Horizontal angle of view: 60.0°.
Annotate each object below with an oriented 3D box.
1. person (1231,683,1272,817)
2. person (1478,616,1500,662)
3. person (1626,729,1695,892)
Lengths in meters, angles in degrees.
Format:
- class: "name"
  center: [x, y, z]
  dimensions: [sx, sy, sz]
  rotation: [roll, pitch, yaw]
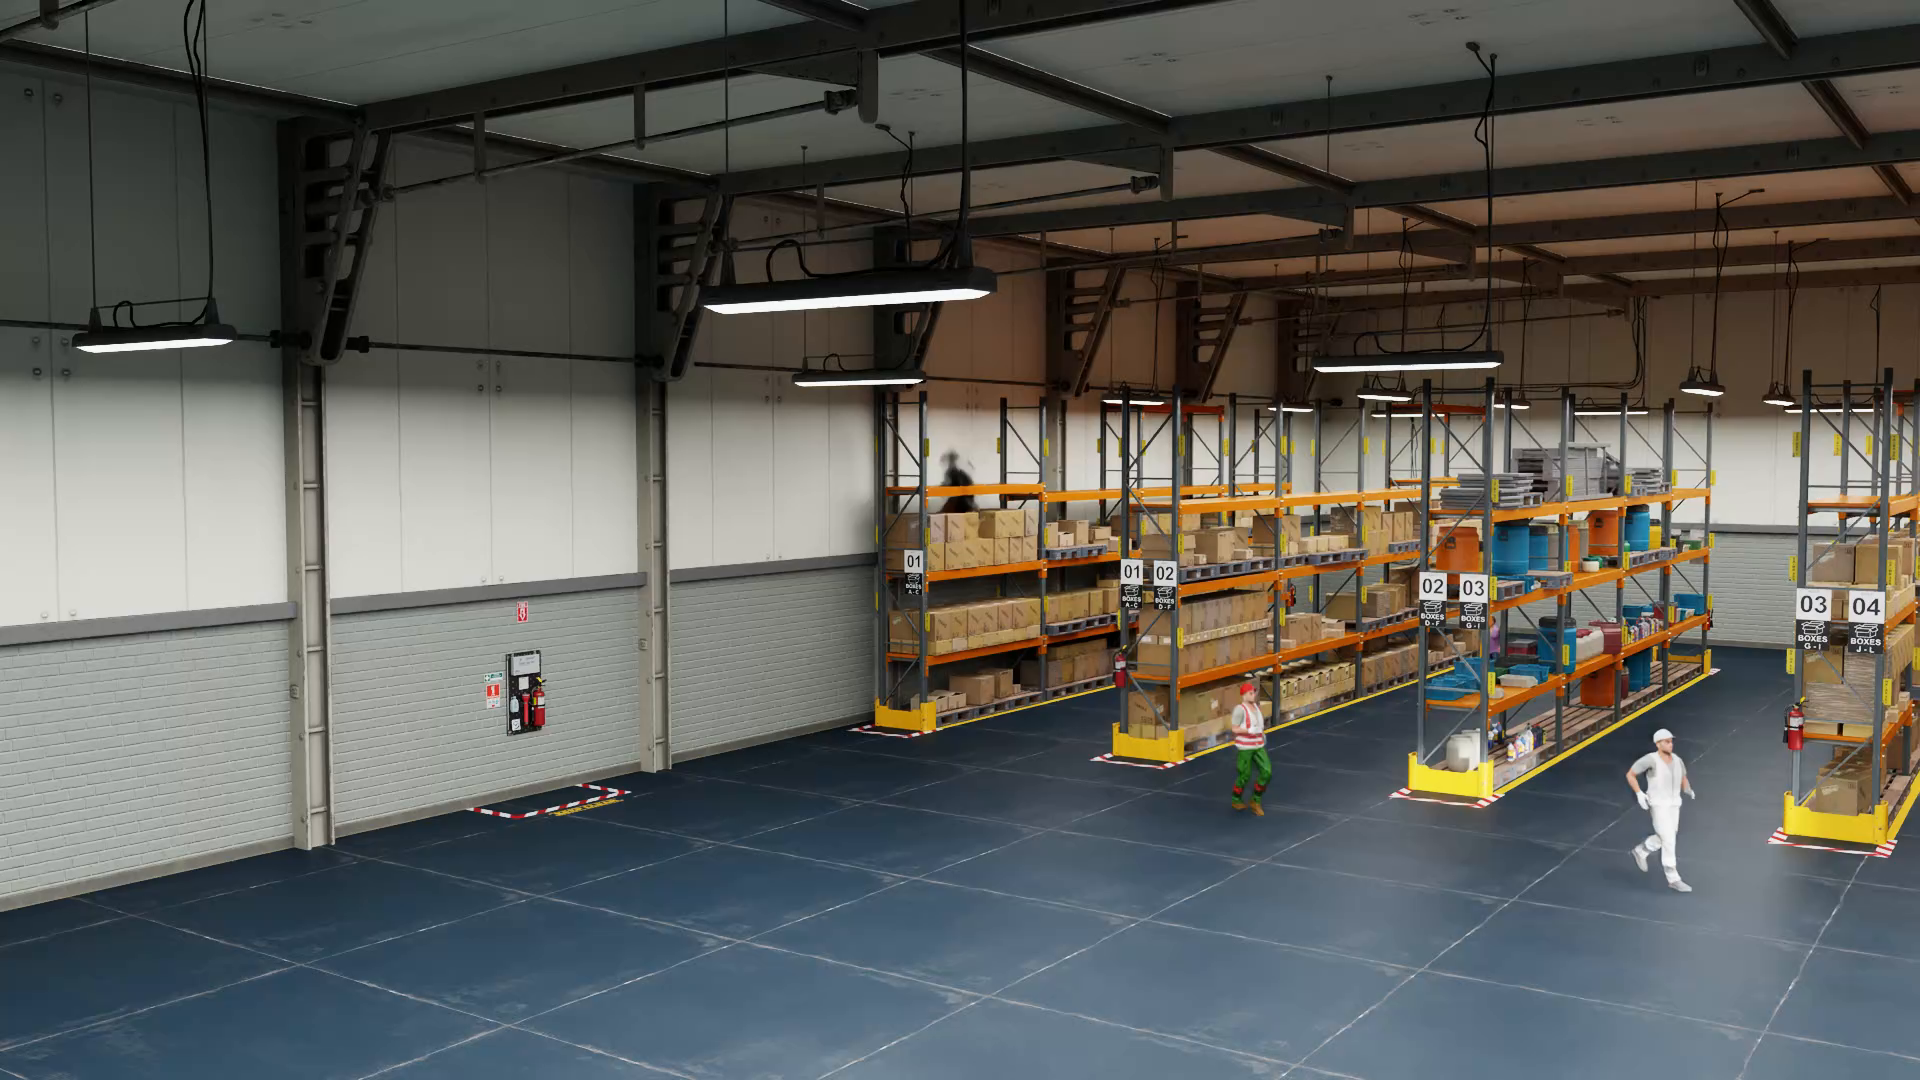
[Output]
- class: "person"
  center: [3.969, 2.858, 22.608]
  dimensions: [0.631, 1.820, 0.689]
  rotation: [-2, 4, -30]
- class: "person"
  center: [10.824, 2.330, 33.942]
  dimensions: [0.490, 1.625, 0.711]
  rotation: [2, 4, 27]
- class: "person"
  center: [8.008, 3.036, 18.981]
  dimensions: [0.678, 1.767, 0.976]
  rotation: [-1, 3, -20]
